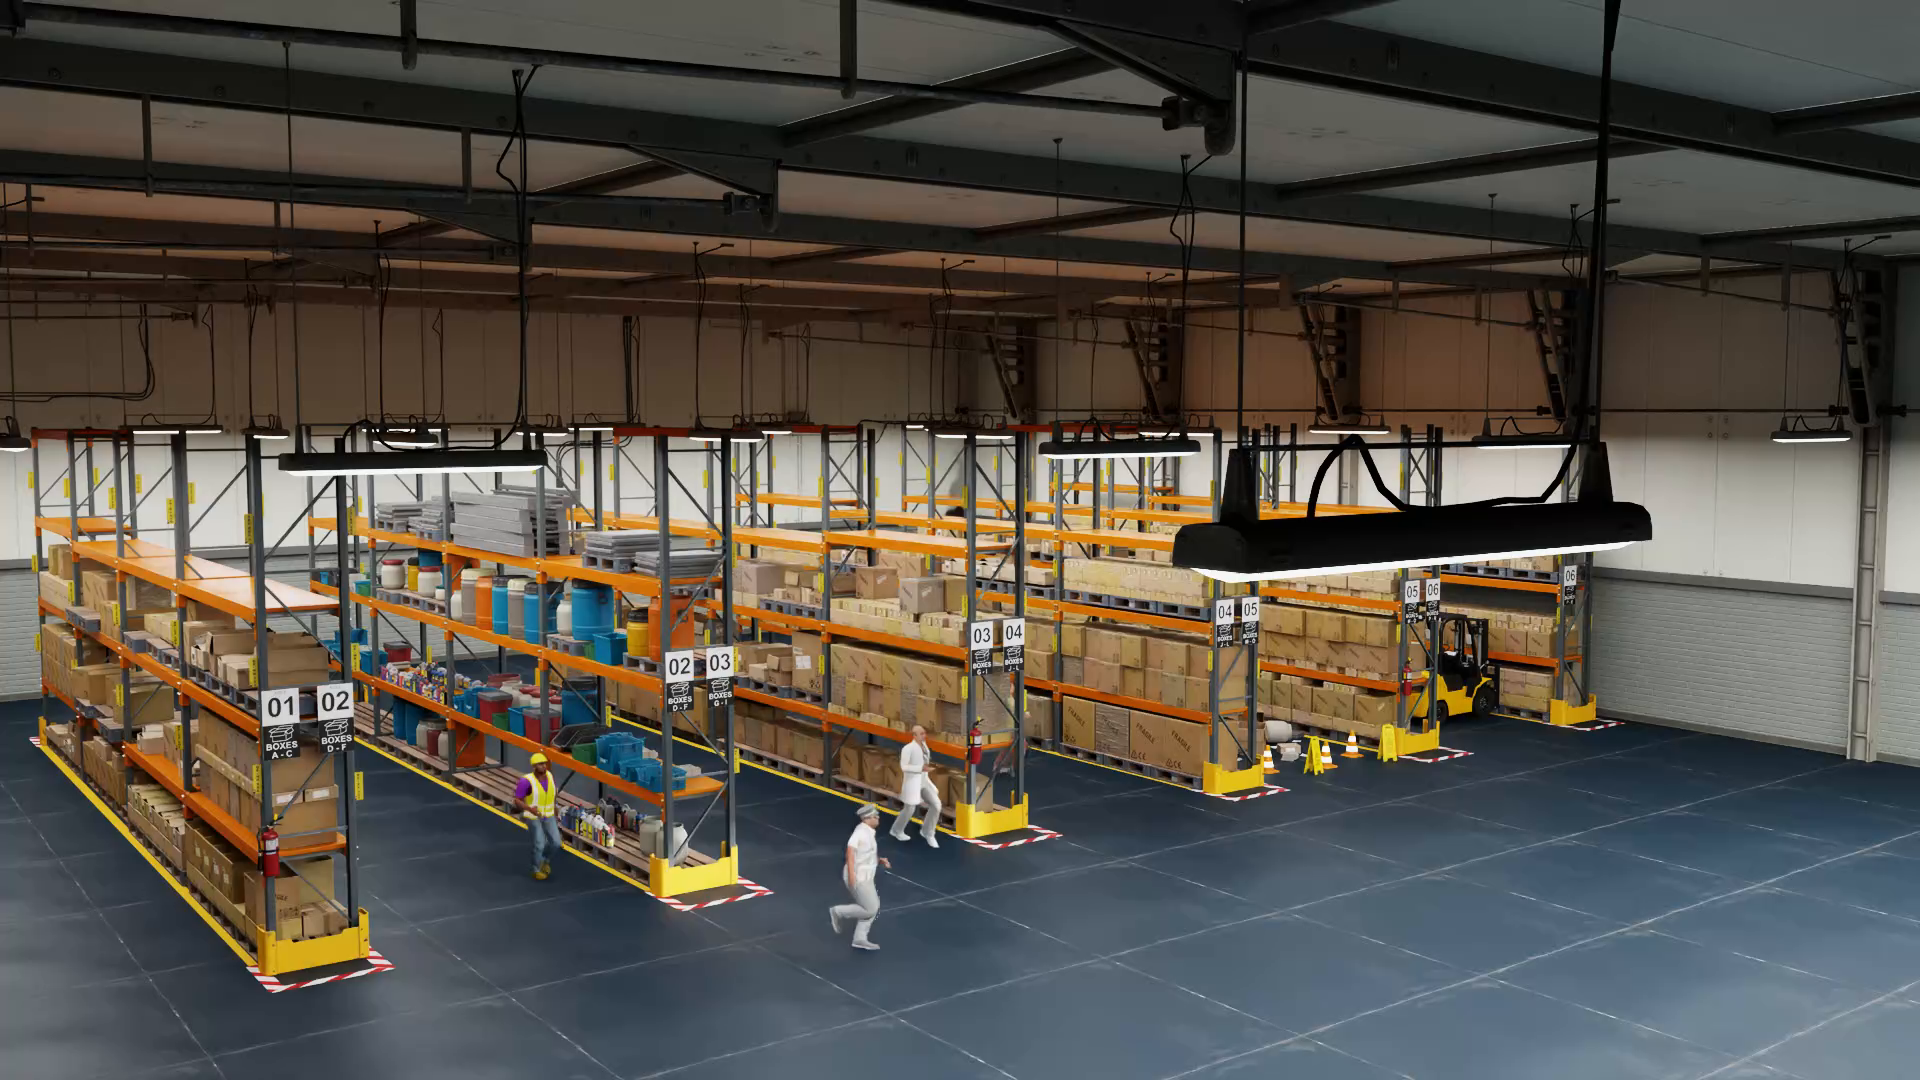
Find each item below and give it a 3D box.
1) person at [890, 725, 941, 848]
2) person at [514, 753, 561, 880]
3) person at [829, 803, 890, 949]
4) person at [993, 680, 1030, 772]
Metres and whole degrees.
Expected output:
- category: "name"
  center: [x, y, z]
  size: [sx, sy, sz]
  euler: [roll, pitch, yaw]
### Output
- category: "person"
  center: [-0.654, 3.537, 24.114]
  size: [0.895, 1.737, 0.719]
  euler: [4, 6, 41]
- category: "person"
  center: [-5.612, 3.711, 22.278]
  size: [0.697, 1.724, 0.566]
  euler: [-4, 6, -44]
- category: "person"
  center: [-1.174, 3.953, 19.536]
  size: [0.708, 1.740, 0.701]
  euler: [0, 4, 1]
- category: "person"
  center: [0.873, 3.263, 28.717]
  size: [0.699, 1.687, 0.580]
  euler: [2, 5, 25]
